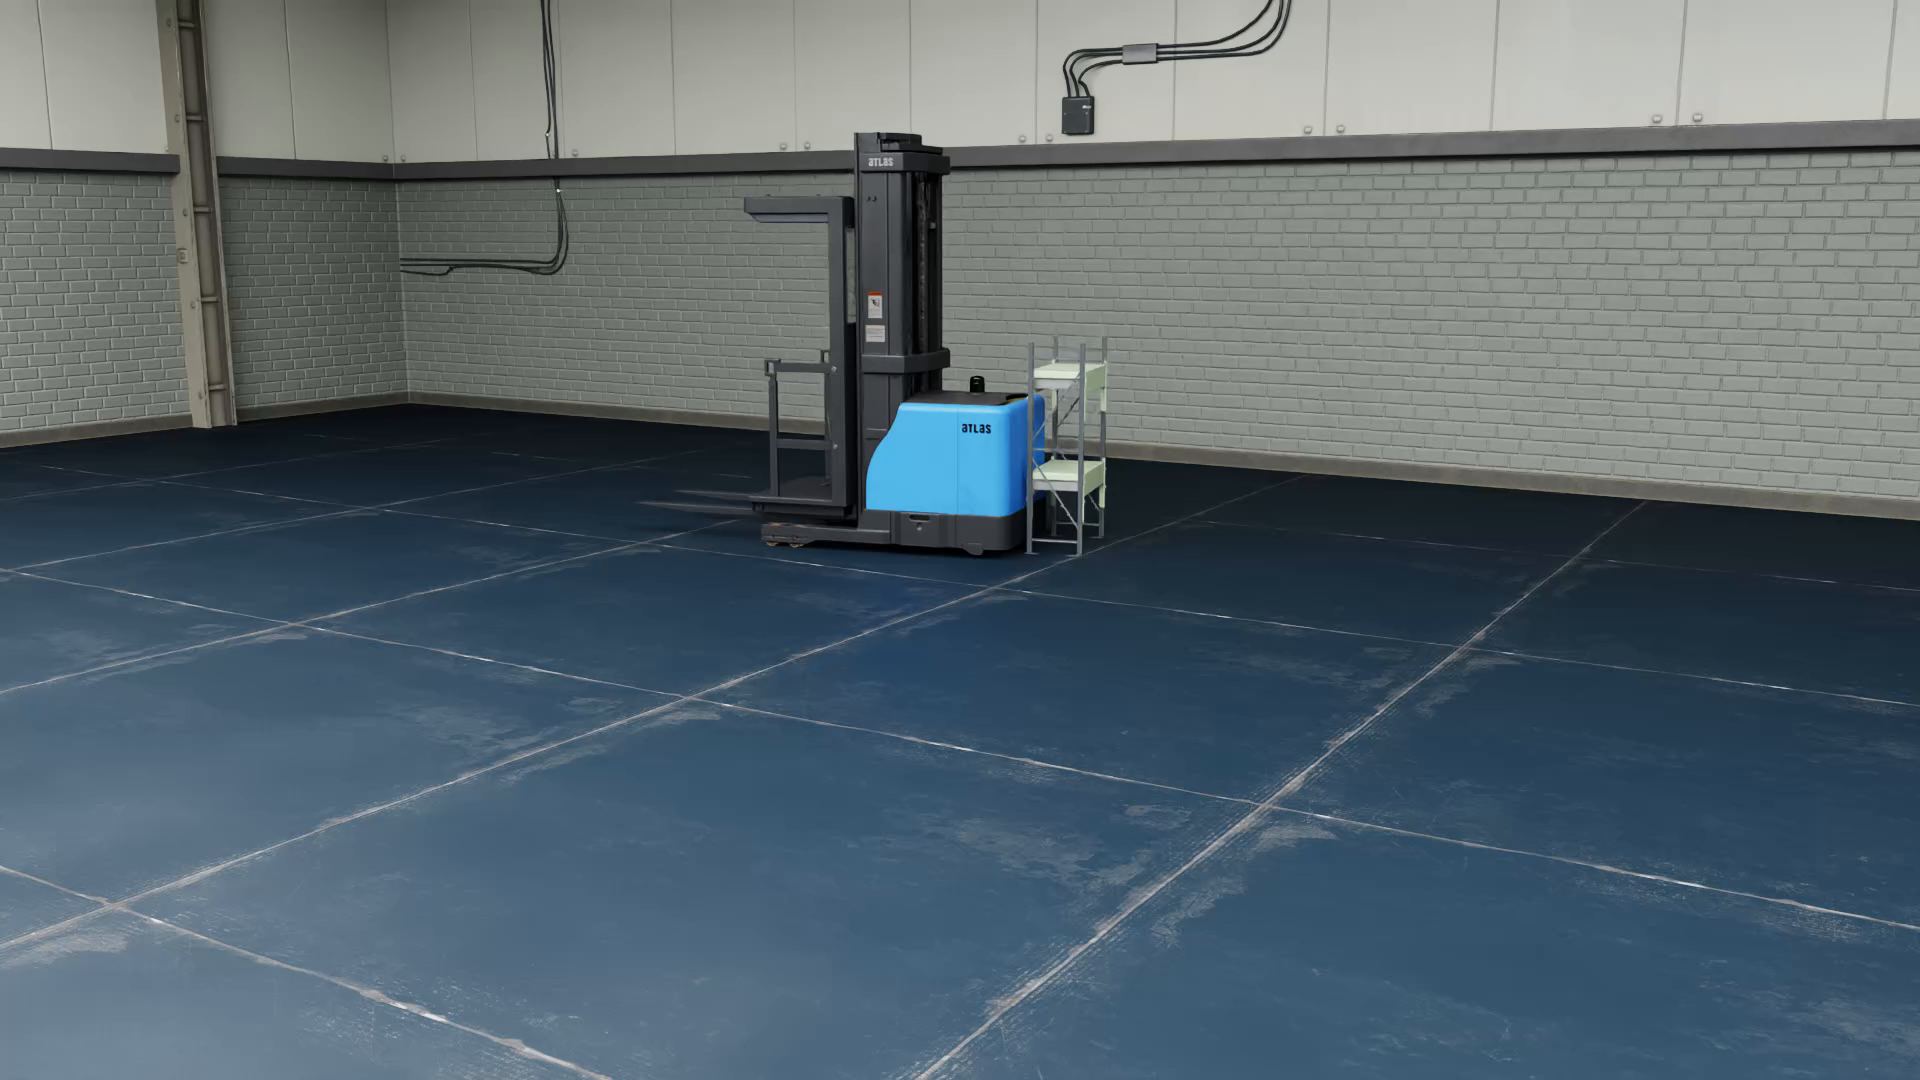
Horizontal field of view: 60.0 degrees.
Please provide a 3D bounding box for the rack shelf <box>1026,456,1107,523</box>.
[{"bbox_3d":[0.776,-0.373,12.054,0.431,0.370,0.720,3,11,17],"label":"rack shelf"}]

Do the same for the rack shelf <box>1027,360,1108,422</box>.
[{"bbox_3d":[0.776,-1.077,11.923,0.431,0.370,0.720,3,11,17],"label":"rack shelf"}]

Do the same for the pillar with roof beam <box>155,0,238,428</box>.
[{"bbox_3d":[-5.077,-5.354,16.511,9.100,9.000,0.400,6,12,31],"label":"pillar with roof beam"}]

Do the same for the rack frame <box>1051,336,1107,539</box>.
[{"bbox_3d":[0.882,-0.758,12.339,0.400,1.500,0.023,3,11,17],"label":"rack frame"}]

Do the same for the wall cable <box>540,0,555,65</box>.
[{"bbox_3d":[-3.784,-6.800,18.949,3.097,2.526,0.112,6,12,31],"label":"wall cable"}]

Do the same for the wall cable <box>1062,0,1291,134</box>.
[{"bbox_3d":[2.009,-6.864,15.337,2.305,6.003,0.169,6,12,31],"label":"wall cable"}]

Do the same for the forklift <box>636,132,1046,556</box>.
[{"bbox_3d":[-0.930,-1.472,12.268,3.031,2.935,1.130,4,11,19],"label":"forklift"}]

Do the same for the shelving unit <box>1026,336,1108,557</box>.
[{"bbox_3d":[0.776,-0.693,11.994,0.431,1.500,0.755,3,11,17],"label":"shelving unit"}]

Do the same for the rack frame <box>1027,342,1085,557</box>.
[{"bbox_3d":[0.670,-0.629,11.650,0.400,1.500,0.023,3,11,17],"label":"rack frame"}]

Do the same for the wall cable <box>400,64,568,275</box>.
[{"bbox_3d":[-6.096,-4.576,20.794,3.097,2.526,0.112,6,12,31],"label":"wall cable"}]
